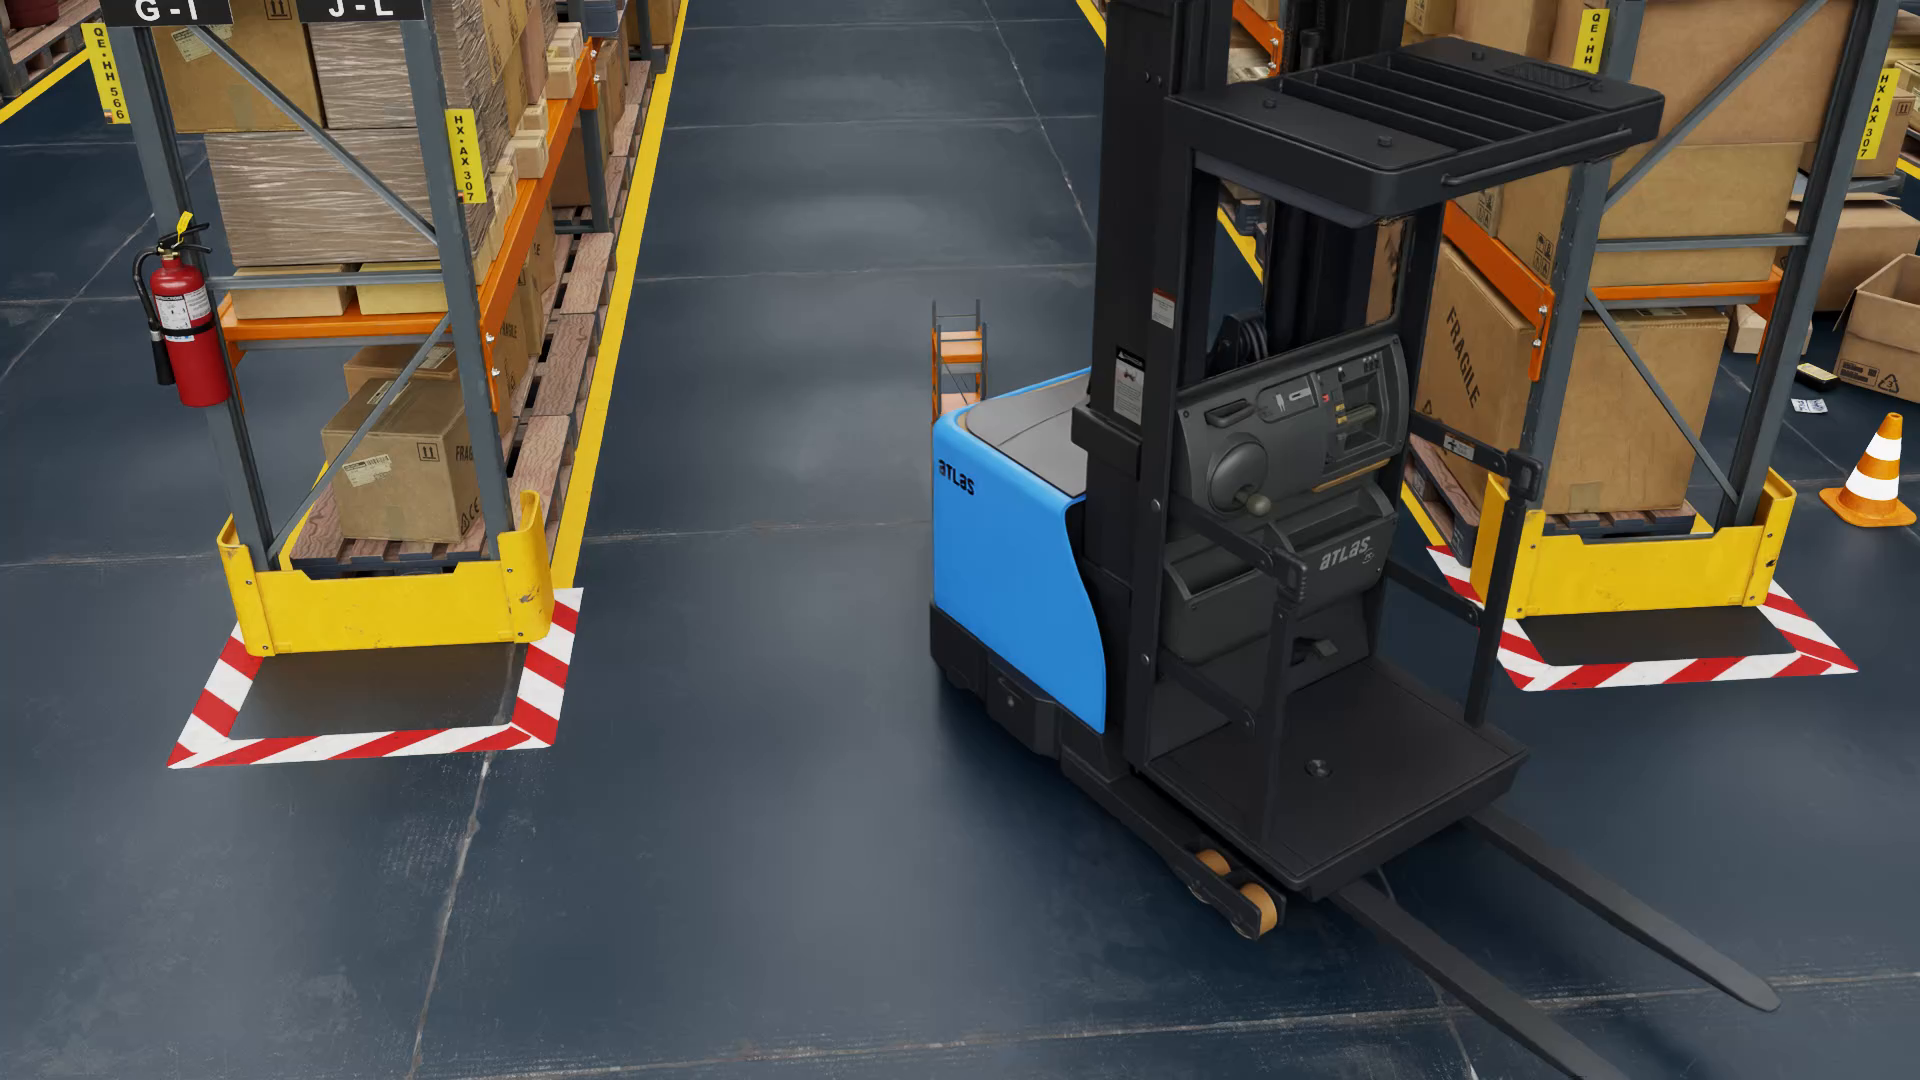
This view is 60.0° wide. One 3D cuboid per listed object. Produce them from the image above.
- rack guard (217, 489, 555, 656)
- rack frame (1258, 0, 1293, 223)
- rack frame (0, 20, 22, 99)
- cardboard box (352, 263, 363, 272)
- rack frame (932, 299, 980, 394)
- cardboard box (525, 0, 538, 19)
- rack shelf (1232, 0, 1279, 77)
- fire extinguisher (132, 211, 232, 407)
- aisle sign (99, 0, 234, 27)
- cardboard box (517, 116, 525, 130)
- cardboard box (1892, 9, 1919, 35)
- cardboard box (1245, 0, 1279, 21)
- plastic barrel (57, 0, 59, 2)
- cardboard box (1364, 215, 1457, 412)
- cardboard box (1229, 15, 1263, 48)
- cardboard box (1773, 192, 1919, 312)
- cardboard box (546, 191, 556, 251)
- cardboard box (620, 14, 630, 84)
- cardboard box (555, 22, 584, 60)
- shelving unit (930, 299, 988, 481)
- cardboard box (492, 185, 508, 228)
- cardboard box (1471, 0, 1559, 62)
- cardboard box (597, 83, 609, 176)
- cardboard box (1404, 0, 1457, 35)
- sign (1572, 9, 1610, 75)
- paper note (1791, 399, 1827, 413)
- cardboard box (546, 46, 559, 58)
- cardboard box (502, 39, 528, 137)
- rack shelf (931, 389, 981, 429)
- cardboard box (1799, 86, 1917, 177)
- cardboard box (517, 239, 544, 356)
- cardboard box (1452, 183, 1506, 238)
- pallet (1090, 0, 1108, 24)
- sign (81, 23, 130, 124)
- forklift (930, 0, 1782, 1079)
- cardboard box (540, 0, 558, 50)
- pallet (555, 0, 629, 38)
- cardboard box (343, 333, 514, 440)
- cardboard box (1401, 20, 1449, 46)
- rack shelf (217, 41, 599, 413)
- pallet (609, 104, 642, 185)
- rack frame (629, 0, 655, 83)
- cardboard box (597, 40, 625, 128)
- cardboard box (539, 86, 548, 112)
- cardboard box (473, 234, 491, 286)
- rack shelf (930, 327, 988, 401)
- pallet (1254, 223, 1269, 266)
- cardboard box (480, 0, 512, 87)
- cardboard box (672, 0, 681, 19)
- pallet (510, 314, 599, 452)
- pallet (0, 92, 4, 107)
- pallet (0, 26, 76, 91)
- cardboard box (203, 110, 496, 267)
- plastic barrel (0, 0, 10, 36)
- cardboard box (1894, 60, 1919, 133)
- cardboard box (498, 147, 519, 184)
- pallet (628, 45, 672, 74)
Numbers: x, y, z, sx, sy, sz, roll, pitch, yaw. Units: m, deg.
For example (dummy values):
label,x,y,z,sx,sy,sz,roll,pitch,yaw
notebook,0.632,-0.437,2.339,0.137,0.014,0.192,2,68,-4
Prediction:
label,x,y,z,sx,sy,sz,roll,pitch,yaw
rack guard,-2.234,0.126,6.551,1.175,0.500,0.348,-3,31,-5
rack frame,2.348,-3.136,9.575,1.000,3.000,0.127,-3,31,-5
rack frame,-7.905,-4.755,12.286,1.000,3.000,0.127,-3,31,-5
cardboard box,-2.481,-1.063,6.350,0.380,0.149,0.250,-3,31,-5
rack frame,-0.016,-0.540,7.131,0.200,1.050,0.008,-3,31,-5
cardboard box,-2.147,-2.567,7.261,0.500,0.500,0.500,-3,31,-5
rack shelf,2.161,-3.848,11.469,1.077,0.370,4.000,-3,31,-5
fire extinguisher,-2.675,-0.794,5.730,0.296,0.674,0.183,-3,31,-5
aisle sign,-2.519,-1.978,5.101,0.394,0.787,0.004,-3,31,-5
cardboard box,-2.215,-1.849,7.665,0.380,0.149,0.250,-3,31,-5
cardboard box,7.013,-3.854,12.930,0.950,0.372,0.625,-3,31,-6
cardboard box,2.033,-3.433,9.974,0.500,0.500,0.500,-3,31,-5
plastic barrel,-8.215,-4.977,14.673,0.421,0.512,0.421,0,31,0
cardboard box,2.508,-1.154,7.920,0.875,0.875,0.875,-3,31,-5
cardboard box,2.114,-3.156,11.393,1.050,0.750,0.750,-3,31,-5
cardboard box,4.860,-1.622,9.342,0.797,0.637,0.503,-3,31,-5
cardboard box,-2.603,-1.851,9.452,0.500,0.500,0.500,-4,31,-6
cardboard box,-2.891,-3.767,12.640,0.700,0.500,0.500,-4,31,-7
cardboard box,-2.287,-2.747,9.168,0.380,0.149,0.250,-3,31,-5
shelving unit,-0.005,-0.478,7.027,0.215,1.050,0.252,-3,31,-5
cardboard box,-2.072,-1.341,6.814,0.380,0.149,0.250,-3,31,-5
cardboard box,2.582,-2.090,6.624,0.875,0.550,0.550,-3,31,-5
cardboard box,-2.662,-2.625,10.728,0.700,0.500,0.500,-3,31,-5
cardboard box,2.486,-2.646,7.556,0.875,0.550,0.500,-3,31,-5
sign,2.180,-1.674,5.767,0.100,0.325,0.005,-3,31,-5
paper note,4.269,-0.679,8.359,0.144,0.017,0.142,8,32,13
cardboard box,-2.310,-2.488,8.735,0.380,0.149,0.250,-3,31,-5
cardboard box,-2.455,-2.123,7.492,0.875,0.500,0.500,-3,31,-5
rack shelf,-0.005,-0.469,7.032,0.215,0.259,0.240,-3,31,-5
cardboard box,5.497,-2.576,10.337,0.500,0.500,0.500,-3,31,-5
cardboard box,-2.405,-1.246,8.439,0.500,0.500,0.500,-5,31,-9
cardboard box,2.568,-1.625,6.900,0.875,0.550,0.550,-3,31,-5
pallet,1.791,-5.002,15.418,1.003,0.211,1.213,-3,31,-5
sign,-2.781,-1.524,5.439,0.100,0.325,0.005,-3,31,-5
forklift,1.149,-0.305,4.902,1.130,2.935,3.031,-20,36,-30
cardboard box,-2.620,-2.888,8.772,0.875,0.500,0.500,-3,31,-5
pallet,-2.527,-3.265,9.978,1.003,0.211,1.213,-3,31,-5
cardboard box,-2.358,-0.638,7.421,0.500,0.500,0.500,5,31,8
cardboard box,2.550,-2.186,7.838,0.875,0.550,0.500,-3,31,-5
rack shelf,-2.413,-1.620,7.739,1.077,0.370,4.000,-3,31,-5
pallet,-2.791,-2.775,11.689,1.003,0.211,1.213,-3,31,-5
rack frame,-2.974,-4.992,12.683,1.000,3.000,0.127,-3,31,-5
cardboard box,-2.767,-3.195,11.683,0.700,0.500,0.500,0,31,0
cardboard box,-2.220,-2.106,8.096,0.380,0.149,0.250,-3,31,-5
cardboard box,-2.020,-1.086,6.387,0.380,0.149,0.250,-3,31,-5
rack shelf,-0.005,-0.713,6.886,0.215,0.259,0.240,-3,31,-5
pallet,2.341,-1.547,9.634,1.003,0.211,1.213,-3,31,-5
cardboard box,-2.046,-2.057,6.406,0.500,0.500,0.500,-3,31,-5
cardboard box,-3.093,-5.069,14.474,1.225,0.875,0.875,-3,31,-4
pallet,-2.385,-0.787,8.362,1.003,0.211,1.213,-3,31,-5
pallet,-7.871,-3.160,12.335,1.003,0.211,1.213,-3,31,-5
pallet,-8.020,-3.958,13.671,1.003,0.211,1.213,-3,31,-5
cardboard box,-2.250,-1.361,6.215,0.875,0.500,0.500,-3,31,-5
plastic barrel,-8.110,-4.400,13.708,0.421,0.512,0.421,0,31,0
cardboard box,7.144,-3.112,11.687,0.950,0.372,0.625,-1,31,-1
cardboard box,-2.139,-1.595,7.240,0.380,0.149,0.250,-3,31,-5
pallet,-2.973,-4.201,14.078,1.003,0.211,1.213,-3,31,-5
